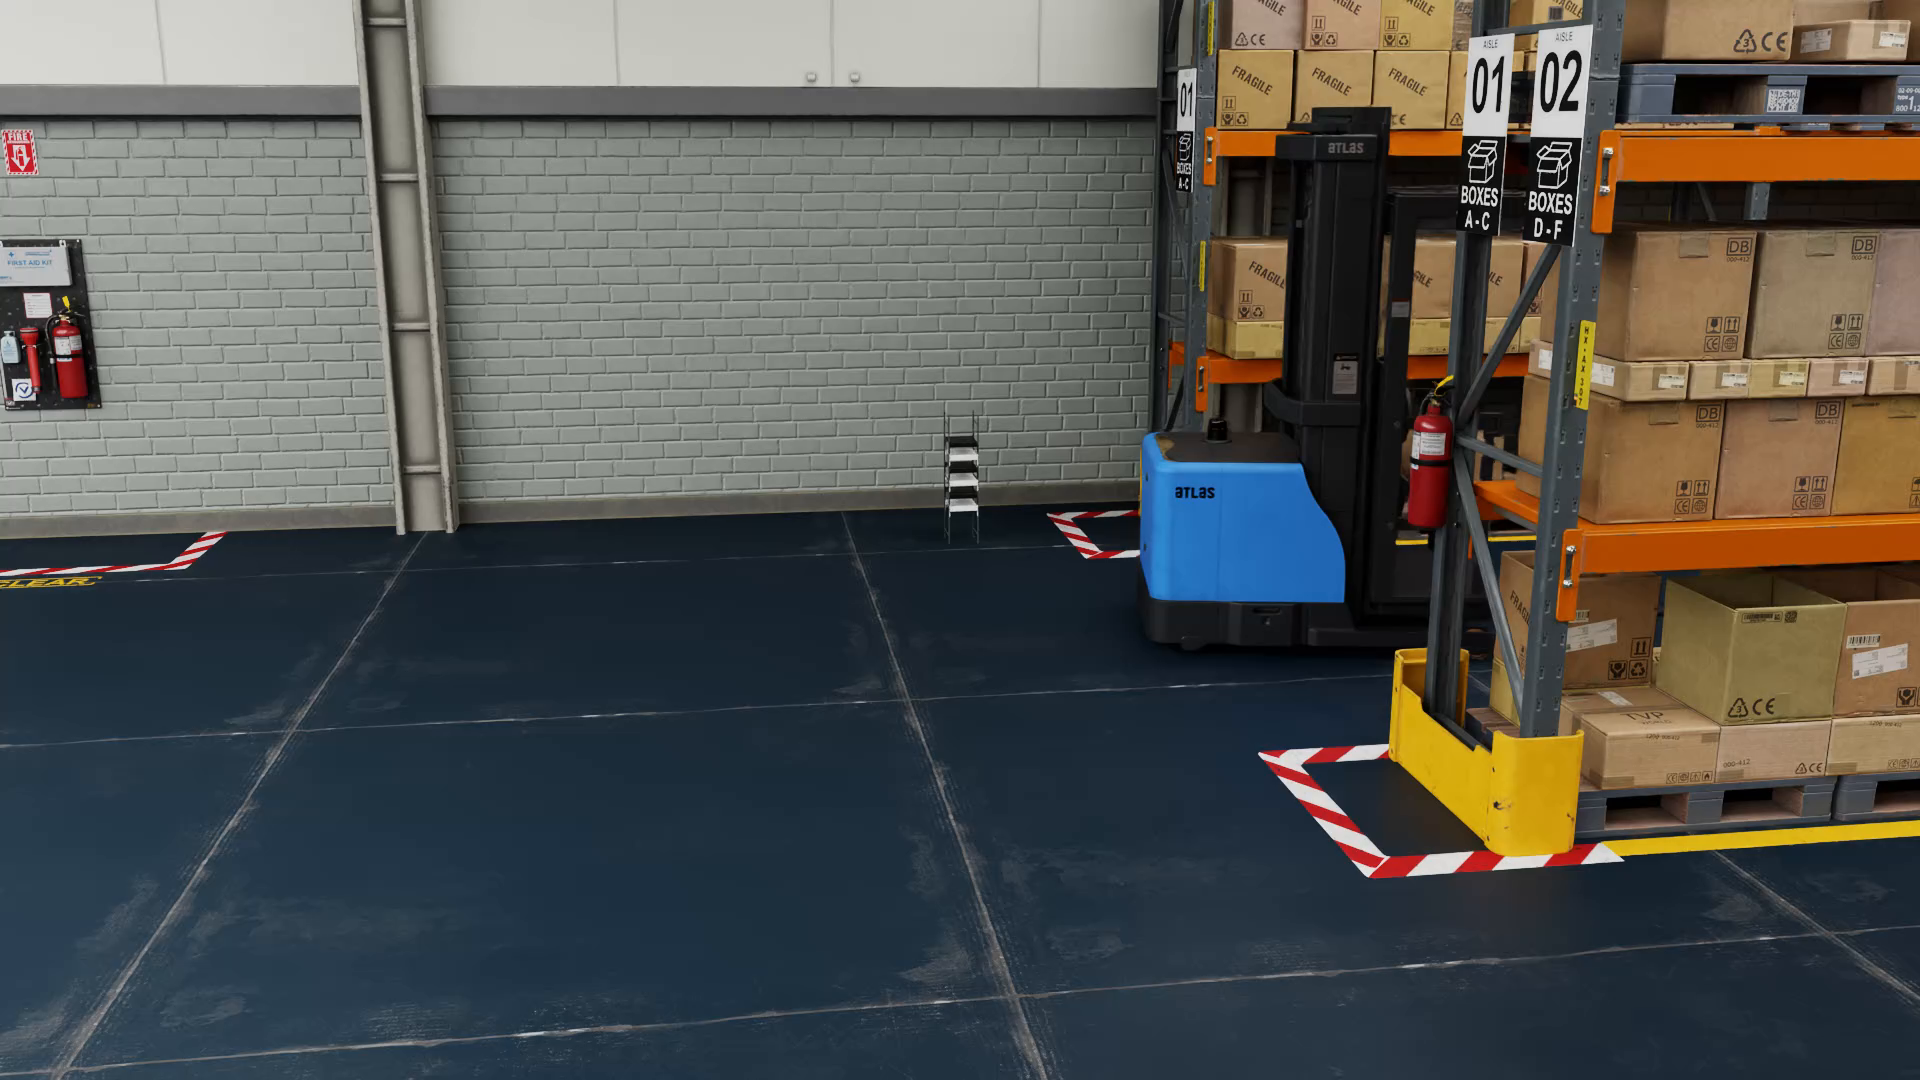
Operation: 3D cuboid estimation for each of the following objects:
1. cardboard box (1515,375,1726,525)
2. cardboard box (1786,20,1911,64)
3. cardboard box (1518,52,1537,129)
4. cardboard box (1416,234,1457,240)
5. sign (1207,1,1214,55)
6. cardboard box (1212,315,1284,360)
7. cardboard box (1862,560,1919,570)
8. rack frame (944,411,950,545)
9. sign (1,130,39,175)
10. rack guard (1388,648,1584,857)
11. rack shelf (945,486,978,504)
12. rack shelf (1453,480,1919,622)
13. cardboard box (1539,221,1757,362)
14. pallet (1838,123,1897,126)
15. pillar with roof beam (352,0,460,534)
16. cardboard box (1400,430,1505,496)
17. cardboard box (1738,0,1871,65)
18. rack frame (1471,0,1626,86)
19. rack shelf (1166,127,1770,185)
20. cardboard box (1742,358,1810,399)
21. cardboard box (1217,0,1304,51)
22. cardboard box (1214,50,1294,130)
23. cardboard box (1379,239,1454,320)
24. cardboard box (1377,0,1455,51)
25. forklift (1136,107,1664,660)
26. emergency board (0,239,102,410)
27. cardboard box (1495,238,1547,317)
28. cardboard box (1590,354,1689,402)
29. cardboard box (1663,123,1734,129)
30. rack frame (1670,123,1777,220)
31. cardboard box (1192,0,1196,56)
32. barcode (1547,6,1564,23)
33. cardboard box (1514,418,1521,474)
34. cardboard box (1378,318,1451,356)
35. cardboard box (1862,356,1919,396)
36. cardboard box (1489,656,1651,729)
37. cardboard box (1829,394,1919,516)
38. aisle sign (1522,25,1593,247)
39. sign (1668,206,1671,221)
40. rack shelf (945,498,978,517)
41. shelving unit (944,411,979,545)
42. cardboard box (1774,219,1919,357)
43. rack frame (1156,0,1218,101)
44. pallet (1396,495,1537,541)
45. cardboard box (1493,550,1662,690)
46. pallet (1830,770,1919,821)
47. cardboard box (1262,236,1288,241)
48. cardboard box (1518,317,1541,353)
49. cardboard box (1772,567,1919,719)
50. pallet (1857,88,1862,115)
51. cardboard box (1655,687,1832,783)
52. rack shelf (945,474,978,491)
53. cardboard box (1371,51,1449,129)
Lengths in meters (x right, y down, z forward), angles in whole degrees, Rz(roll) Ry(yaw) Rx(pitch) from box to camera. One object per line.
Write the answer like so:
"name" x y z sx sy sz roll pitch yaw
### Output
"cardboard box" 2.725 -0.393 6.918 0.500 0.500 0.700 -2 14 -8
"cardboard box" 3.451 -1.936 6.474 0.250 0.149 0.380 -2 14 -8
"cardboard box" 3.969 -3.058 11.337 0.500 0.500 0.500 -3 14 -11
"cardboard box" 3.462 -1.945 12.038 0.500 0.500 0.500 -2 14 -8
"sign" 1.601 -3.271 10.634 0.005 0.325 0.100 -2 14 -8
"cardboard box" 2.050 -1.401 11.408 0.500 0.250 0.500 -3 14 -10
"cardboard box" 4.229 0.287 7.660 0.500 0.500 0.500 -2 14 -8
"rack frame" -0.093 -0.433 11.599 0.006 0.900 0.240 -2 14 -8
"sign" -6.322 -2.606 11.182 0.199 0.298 0.001 -2 14 -8
"rack guard" 2.238 0.882 7.176 0.348 0.500 1.175 -2 14 -8
"rack shelf" 0.008 -0.317 11.644 0.200 0.077 0.258 -2 14 -8
"rack shelf" 4.239 -0.055 7.252 4.000 0.370 1.077 -2 14 -8
"cardboard box" 2.778 -1.025 6.768 0.500 0.500 0.700 -2 14 -8
"pallet" 7.127 -3.066 12.002 1.003 0.211 1.213 -2 14 -8
"pillar with roof beam" -3.208 -3.413 6.831 0.400 9.000 9.100 -2 14 -8
"cardboard box" 3.514 -0.562 12.031 0.500 0.500 0.700 -3 14 -12
"cardboard box" 3.361 -2.090 6.880 0.500 0.250 0.500 -2 14 -8
"rack frame" 2.262 -3.241 6.146 0.127 3.000 1.000 -2 14 -8
"rack shelf" 3.498 -2.701 11.638 4.000 0.370 1.077 -2 14 -8
"cardboard box" 3.189 -0.675 6.710 0.250 0.149 0.380 -2 14 -8
"cardboard box" 1.937 -3.476 10.948 0.500 0.500 0.500 -3 14 -12
"cardboard box" 1.888 -2.988 11.055 0.500 0.500 0.500 -2 14 -7
"cardboard box" 3.039 -1.801 11.462 0.500 0.500 0.500 -3 14 -10
"cardboard box" 2.946 -3.503 11.056 0.500 0.500 0.500 -2 14 -7
"forklift" 2.568 -0.899 9.279 3.031 2.935 1.130 0 14 2
"emergency board" -6.299 -1.458 11.369 0.643 1.169 0.194 -2 14 -8
"cardboard box" 4.062 -1.841 11.624 0.500 0.500 0.500 -3 14 -10
"cardboard box" 2.682 -0.657 6.634 0.250 0.149 0.380 -2 14 -9
"cardboard box" 5.010 -3.103 11.514 0.500 0.500 0.500 -2 14 -7
"rack frame" 5.476 -1.667 12.204 0.127 3.000 1.000 -2 14 -8
"cardboard box" 1.908 -3.599 11.438 0.500 0.500 0.500 -1 14 -6
"barcode" 2.488 -2.194 6.946 0.075 0.075 0.001 -2 14 -8
"cardboard box" 4.455 -0.621 12.266 0.500 0.500 0.500 -3 14 -13
"cardboard box" 3.066 -1.440 11.564 0.500 0.250 0.500 -2 14 -9
"cardboard box" 3.703 -0.694 6.785 0.250 0.149 0.380 -3 14 -10
"cardboard box" 2.748 0.708 7.520 0.500 0.250 0.500 -2 14 -8
"cardboard box" 3.736 -0.430 7.065 0.500 0.500 0.700 -2 14 -8
"aisle sign" 2.242 -1.516 6.256 0.004 0.787 0.394 -2 14 -8
"sign" 5.389 -2.362 12.595 0.005 0.325 0.100 -2 14 -8
"rack shelf" 0.008 -0.230 11.665 0.200 0.077 0.258 -2 14 -8
"shelving unit" 0.008 -0.437 11.614 0.210 0.900 0.258 -2 14 -8
"cardboard box" 3.795 -1.063 6.923 0.500 0.500 0.700 -2 14 -8
"rack frame" 1.520 -4.432 10.896 0.127 3.000 1.000 -2 14 -8
"pallet" 3.608 -0.237 12.233 1.213 0.211 1.003 -2 14 -8
"cardboard box" 2.748 0.344 7.430 0.500 0.500 0.500 -2 14 -8
"pallet" 4.216 0.940 7.538 1.213 0.211 1.003 -2 14 -8
"cardboard box" 2.454 -1.907 11.886 0.500 0.500 0.500 -2 14 -8
"cardboard box" 4.063 -1.476 11.709 0.500 0.250 0.500 -2 14 -9
"cardboard box" 3.812 0.430 7.090 0.500 0.500 0.500 -2 14 -8
"pallet" 4.174 -1.807 6.778 1.213 0.211 1.003 -2 14 -8
"cardboard box" 3.319 0.814 7.099 0.500 0.250 0.500 -2 14 -8
"rack shelf" 0.008 -0.404 11.622 0.200 0.077 0.258 -2 14 -8
"cardboard box" 2.937 -3.018 11.177 0.500 0.500 0.500 -1 14 -6
